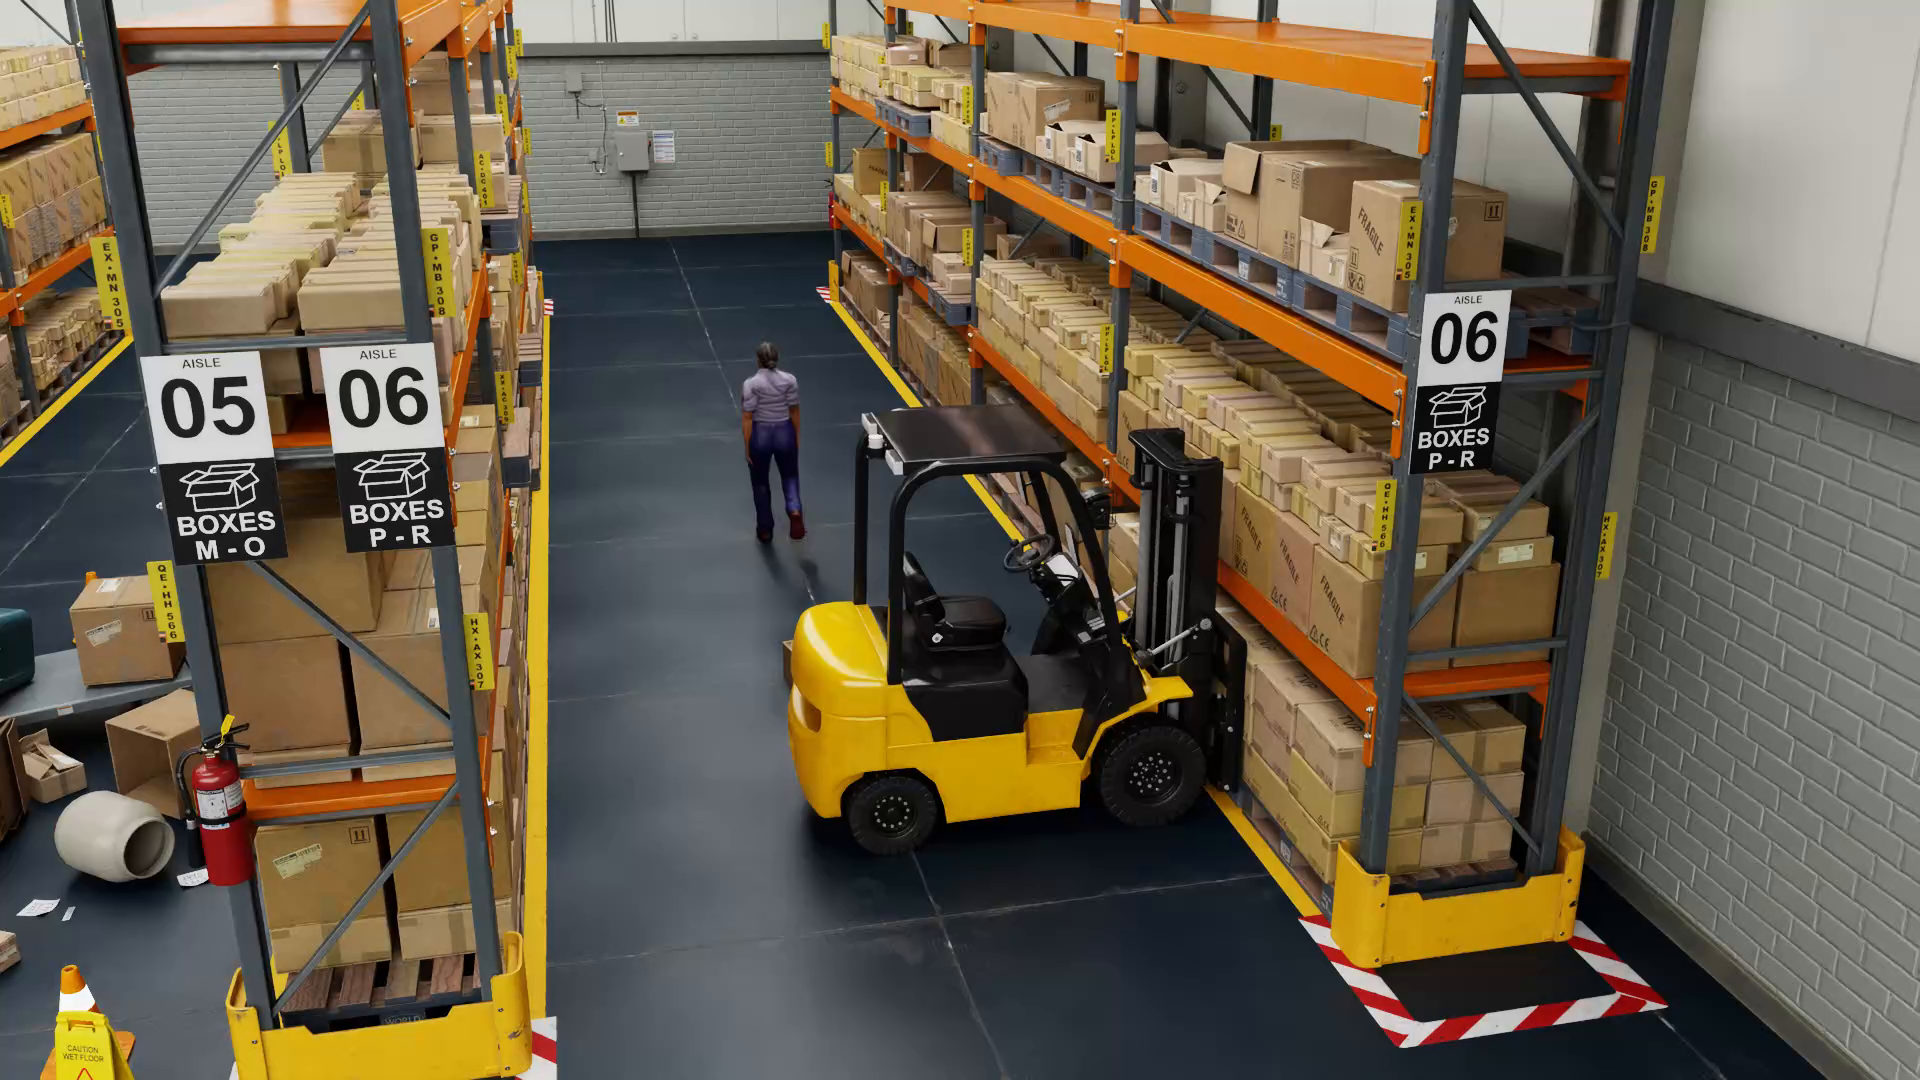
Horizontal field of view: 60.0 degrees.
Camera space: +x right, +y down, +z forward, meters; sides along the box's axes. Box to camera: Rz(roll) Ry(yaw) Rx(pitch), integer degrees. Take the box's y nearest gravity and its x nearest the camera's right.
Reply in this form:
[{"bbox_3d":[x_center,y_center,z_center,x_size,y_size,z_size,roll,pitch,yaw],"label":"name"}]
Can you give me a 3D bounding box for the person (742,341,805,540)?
[{"bbox_3d":[-1.485,-0.772,13.173,0.482,1.630,0.607,-6,21,-16],"label":"person"}]
